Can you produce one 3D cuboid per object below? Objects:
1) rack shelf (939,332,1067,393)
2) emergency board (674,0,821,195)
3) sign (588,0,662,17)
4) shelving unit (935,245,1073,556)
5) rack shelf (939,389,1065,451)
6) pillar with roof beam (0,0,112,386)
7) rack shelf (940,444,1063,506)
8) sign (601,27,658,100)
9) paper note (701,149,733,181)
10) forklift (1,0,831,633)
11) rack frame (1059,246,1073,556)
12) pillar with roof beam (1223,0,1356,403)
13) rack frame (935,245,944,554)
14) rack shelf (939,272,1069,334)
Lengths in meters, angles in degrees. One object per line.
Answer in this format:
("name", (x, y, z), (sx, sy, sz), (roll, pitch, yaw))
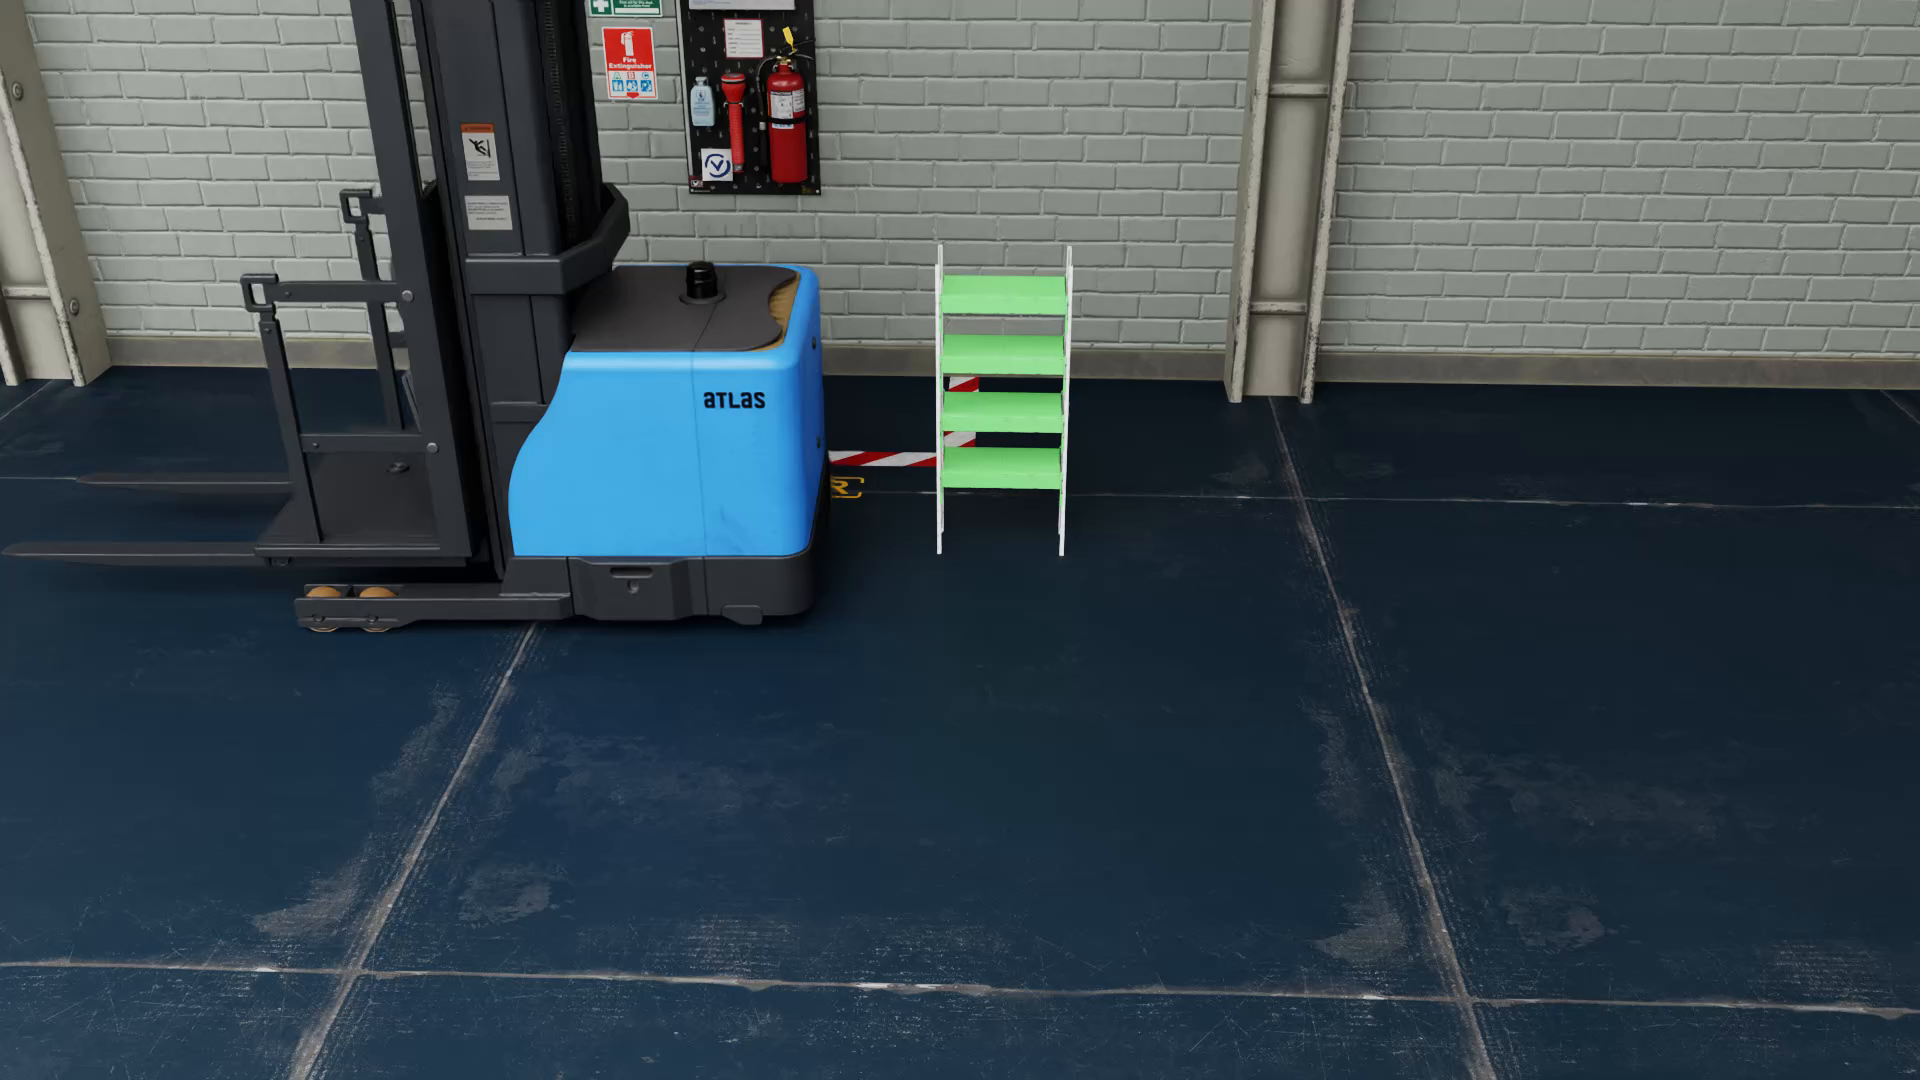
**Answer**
("rack shelf", (0.165, -0.683, 6.381), (0.480, 0.148, 0.258), (1, 28, 2))
("emergency board", (-0.967, -2.116, 7.539), (0.643, 1.169, 0.194), (1, 28, 2))
("sign", (-1.512, -2.419, 7.507), (0.331, 0.109, 0.001), (1, 28, 2))
("shelving unit", (0.165, -0.527, 6.464), (0.503, 1.200, 0.258), (1, 28, 2))
("rack shelf", (0.165, -0.471, 6.494), (0.480, 0.148, 0.258), (1, 28, 2))
("pillar with roof beam", (-4.647, -2.792, 2.409), (0.400, 9.000, 9.100), (1, 28, 2))
("rack shelf", (0.165, -0.259, 6.606), (0.480, 0.148, 0.258), (1, 28, 2))
("sign", (-1.516, -2.189, 7.639), (0.234, 0.329, 0.001), (1, 28, 2))
("paper note", (-1.142, -1.762, 7.812), (0.142, 0.148, 0.016), (1, 28, 2))
("forklift", (-2.053, -1.202, 5.888), (3.031, 2.935, 1.130), (0, 28, 0))
("rack frame", (0.409, -0.523, 6.456), (0.015, 1.200, 0.240), (1, 28, 2))
("pillar with roof beam", (1.349, -2.693, 2.222), (0.400, 9.000, 9.100), (1, 28, 2))
("rack frame", (-0.078, -0.531, 6.471), (0.015, 1.200, 0.240), (1, 28, 2))
("rack shelf", (0.165, -0.895, 6.269), (0.480, 0.148, 0.258), (1, 28, 2))
